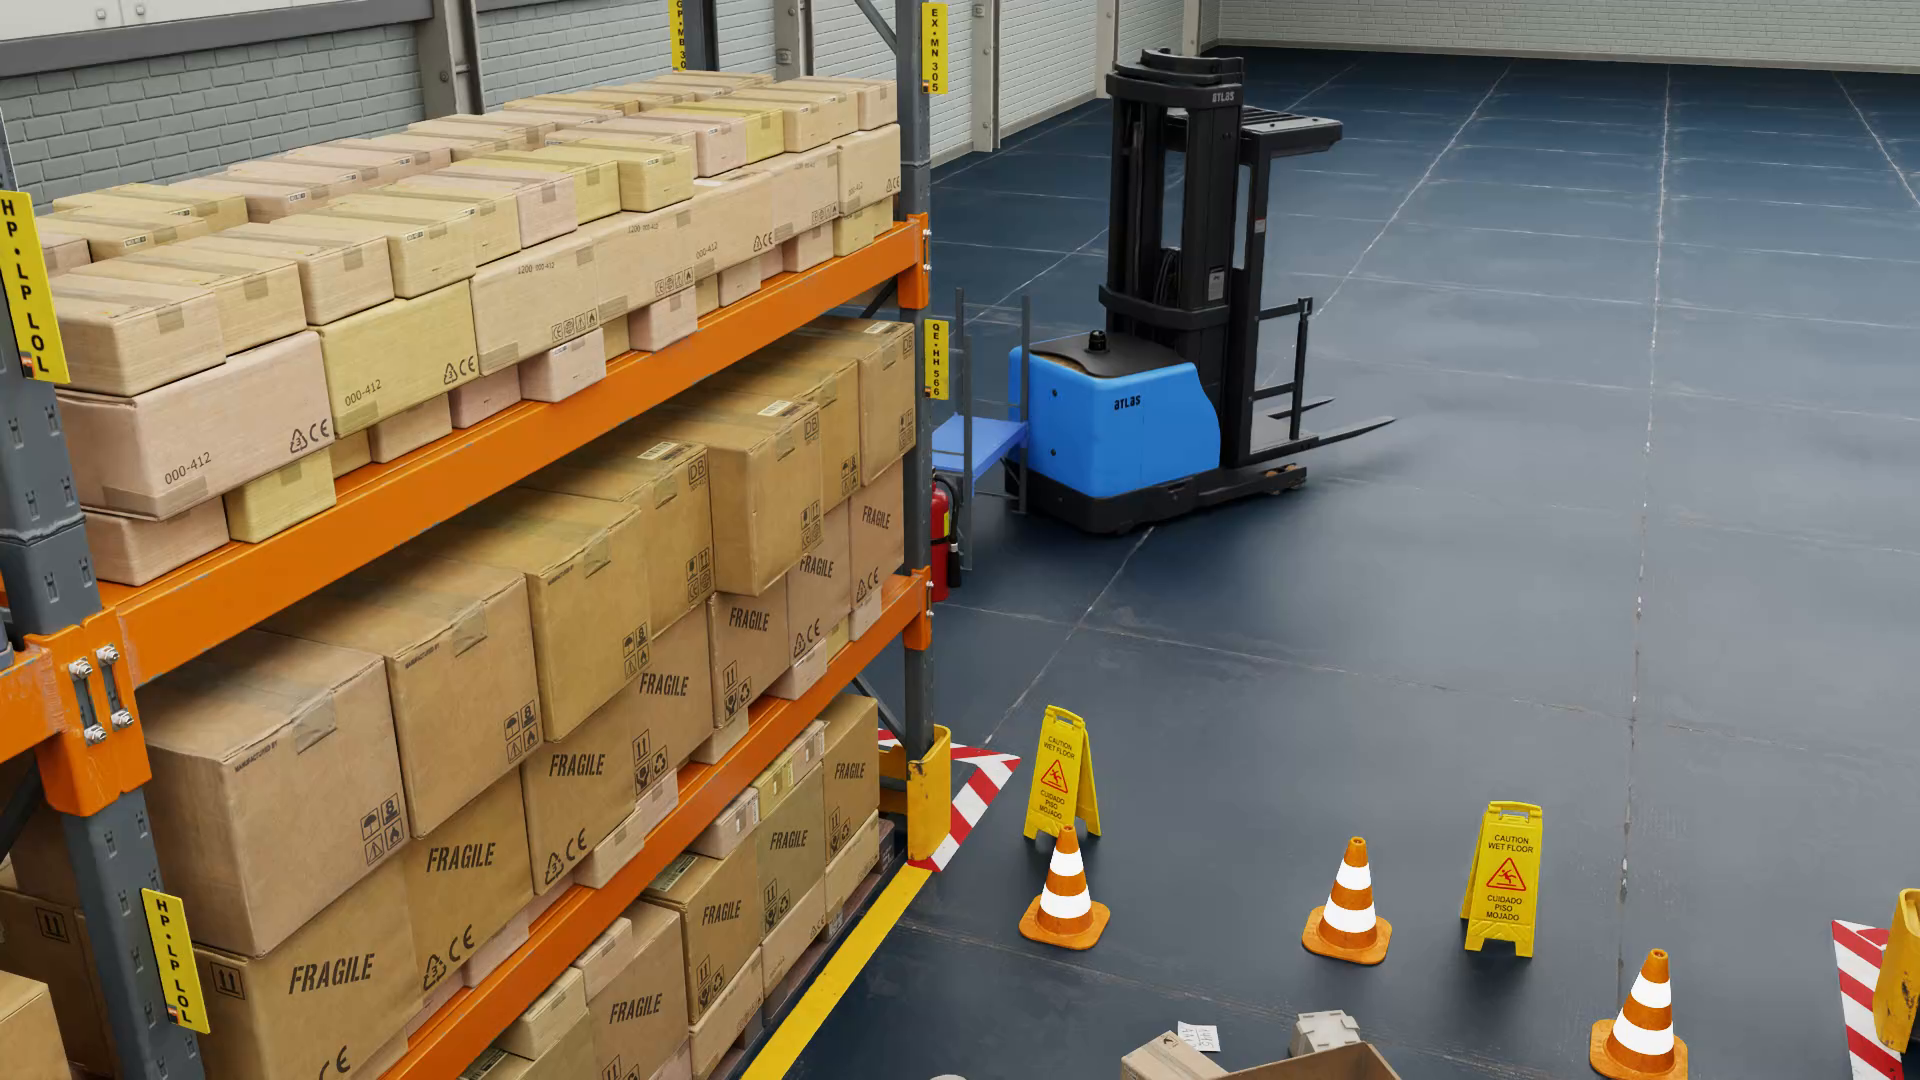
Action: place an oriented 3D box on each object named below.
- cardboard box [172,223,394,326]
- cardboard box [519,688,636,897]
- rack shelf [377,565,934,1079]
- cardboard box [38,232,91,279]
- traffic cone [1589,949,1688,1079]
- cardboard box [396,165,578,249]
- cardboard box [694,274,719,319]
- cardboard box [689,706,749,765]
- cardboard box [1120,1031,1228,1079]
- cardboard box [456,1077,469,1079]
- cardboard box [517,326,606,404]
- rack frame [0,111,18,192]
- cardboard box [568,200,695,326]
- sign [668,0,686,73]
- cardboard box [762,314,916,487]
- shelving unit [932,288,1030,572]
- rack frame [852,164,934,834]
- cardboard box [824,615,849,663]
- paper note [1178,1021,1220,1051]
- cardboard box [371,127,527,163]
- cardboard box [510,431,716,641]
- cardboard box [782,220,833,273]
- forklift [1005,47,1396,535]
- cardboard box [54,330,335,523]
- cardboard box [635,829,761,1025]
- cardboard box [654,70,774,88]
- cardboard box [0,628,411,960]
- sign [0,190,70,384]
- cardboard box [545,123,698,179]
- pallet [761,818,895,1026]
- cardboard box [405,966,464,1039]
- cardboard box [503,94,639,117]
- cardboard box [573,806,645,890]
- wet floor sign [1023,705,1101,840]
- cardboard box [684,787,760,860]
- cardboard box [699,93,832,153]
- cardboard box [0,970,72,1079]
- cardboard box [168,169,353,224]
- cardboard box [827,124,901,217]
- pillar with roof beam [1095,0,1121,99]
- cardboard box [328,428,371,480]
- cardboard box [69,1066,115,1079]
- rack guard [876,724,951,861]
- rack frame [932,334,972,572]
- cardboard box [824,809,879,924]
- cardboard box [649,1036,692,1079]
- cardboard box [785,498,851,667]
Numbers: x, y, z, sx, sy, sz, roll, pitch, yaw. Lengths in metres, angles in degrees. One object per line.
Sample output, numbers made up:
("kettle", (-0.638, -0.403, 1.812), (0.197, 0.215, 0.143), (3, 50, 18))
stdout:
("cardboard box", (-1.491, -0.591, 3.672), (0.380, 0.149, 0.250), (8, 24, 18))
("cardboard box", (-1.302, 0.640, 4.810), (0.500, 0.500, 0.500), (9, 24, 20))
("rack shelf", (-1.344, 0.918, 5.594), (1.077, 0.370, 4.000), (9, 24, 20))
("cardboard box", (-2.147, -0.583, 3.654), (0.380, 0.149, 0.250), (8, 24, 19))
("traffic cone", (2.516, 1.700, 6.079), (0.336, 0.463, 0.334), (9, 24, 20))
("cardboard box", (-1.234, -0.874, 4.351), (0.380, 0.149, 0.250), (8, 24, 19))
("cardboard box", (-0.976, -0.776, 5.150), (0.380, 0.149, 0.250), (8, 24, 19))
("cardboard box", (-0.952, 0.618, 5.704), (0.380, 0.149, 0.250), (9, 24, 20))
("cardboard box", (0.787, 1.944, 5.903), (0.250, 0.149, 0.380), (-17, 28, -35))
("cardboard box", (-1.515, 1.523, 4.421), (0.380, 0.149, 0.250), (9, 24, 21))
("cardboard box", (-1.183, -0.492, 4.469), (0.380, 0.149, 0.250), (8, 24, 19))
("rack frame", (-5.211, -0.839, 8.867), (1.000, 3.000, 0.127), (9, 24, 20))
("cardboard box", (-1.103, -0.813, 4.721), (0.500, 0.250, 0.500), (9, 24, 21))
("sign", (-1.105, -1.995, 6.608), (0.100, 0.325, 0.005), (9, 24, 20))
("cardboard box", (-0.589, -0.560, 6.387), (0.700, 0.500, 0.500), (8, 24, 19))
("shelving unit", (0.023, -0.720, 10.528), (0.538, 1.500, 1.048), (9, 24, 20))
("rack frame", (-0.601, -0.130, 7.169), (1.000, 3.000, 0.127), (9, 24, 20))
("cardboard box", (-0.648, 0.346, 6.356), (0.380, 0.149, 0.250), (8, 24, 19))
("paper note", (0.895, 1.864, 6.249), (0.148, 0.019, 0.142), (1, 23, 2))
("cardboard box", (-1.517, -1.128, 4.958), (0.380, 0.149, 0.250), (9, 24, 21))
("cardboard box", (-1.192, -0.024, 5.104), (0.700, 0.500, 0.500), (9, 24, 20))
("cardboard box", (-0.667, -1.046, 5.797), (0.380, 0.149, 0.250), (10, 25, 22))
("forklift", (1.805, -1.813, 11.286), (3.031, 2.935, 1.130), (-15, 27, -32))
("cardboard box", (-1.670, -0.269, 3.418), (0.500, 0.250, 0.500), (8, 24, 19))
("cardboard box", (-1.042, 1.290, 5.819), (0.500, 0.500, 0.500), (8, 24, 19))
("cardboard box", (-0.923, -1.668, 6.251), (0.380, 0.149, 0.250), (9, 24, 20))
("cardboard box", (-1.723, 0.531, 3.775), (0.700, 0.500, 0.500), (9, 24, 20))
("sign", (-1.571, -0.424, 2.801), (0.100, 0.325, 0.005), (9, 24, 20))
("cardboard box", (-1.023, -1.162, 5.040), (0.380, 0.149, 0.250), (8, 24, 19))
("pallet", (-0.964, 1.470, 6.957), (1.003, 0.211, 1.213), (9, 24, 20))
("cardboard box", (-1.556, 1.154, 4.422), (0.380, 0.149, 0.250), (9, 24, 20))
("cardboard box", (-1.314, -1.416, 5.647), (0.380, 0.149, 0.250), (9, 24, 20))
("cardboard box", (-1.189, 0.894, 5.043), (0.380, 0.149, 0.250), (9, 24, 20))
("wet floor sign", (0.463, 1.042, 7.418), (0.267, 0.644, 0.232), (19, 29, 38))
("cardboard box", (-0.927, 0.949, 5.795), (0.380, 0.149, 0.250), (10, 25, 22))
("cardboard box", (-0.662, -1.422, 5.662), (0.380, 0.149, 0.250), (8, 24, 19))
("cardboard box", (-2.046, 1.123, 3.110), (0.500, 0.500, 0.500), (8, 24, 19))
("cardboard box", (-1.800, -0.854, 4.303), (0.380, 0.149, 0.250), (8, 24, 19))
("cardboard box", (-0.541, -1.360, 6.031), (0.500, 0.250, 0.500), (8, 24, 19))
("pillar with roof beam", (6.605, -11.459, 26.509), (9.100, 9.000, 0.400), (9, 24, 20))
("cardboard box", (-1.605, -0.233, 3.850), (0.380, 0.149, 0.250), (9, 24, 20))
("cardboard box", (-2.251, 1.259, 4.170), (0.380, 0.149, 0.250), (9, 24, 20))
("rack guard", (-0.630, 1.051, 7.585), (1.175, 0.500, 0.348), (9, 24, 20))
("rack frame", (-0.165, -0.538, 10.092), (0.500, 1.500, 0.032), (9, 24, 20))
("cardboard box", (-0.661, 1.282, 6.812), (0.500, 0.250, 0.500), (9, 24, 20))
("cardboard box", (-1.235, 1.821, 5.520), (0.500, 0.250, 0.500), (8, 24, 19))
("cardboard box", (-0.738, 0.099, 6.105), (0.500, 0.500, 0.500), (9, 24, 20))
